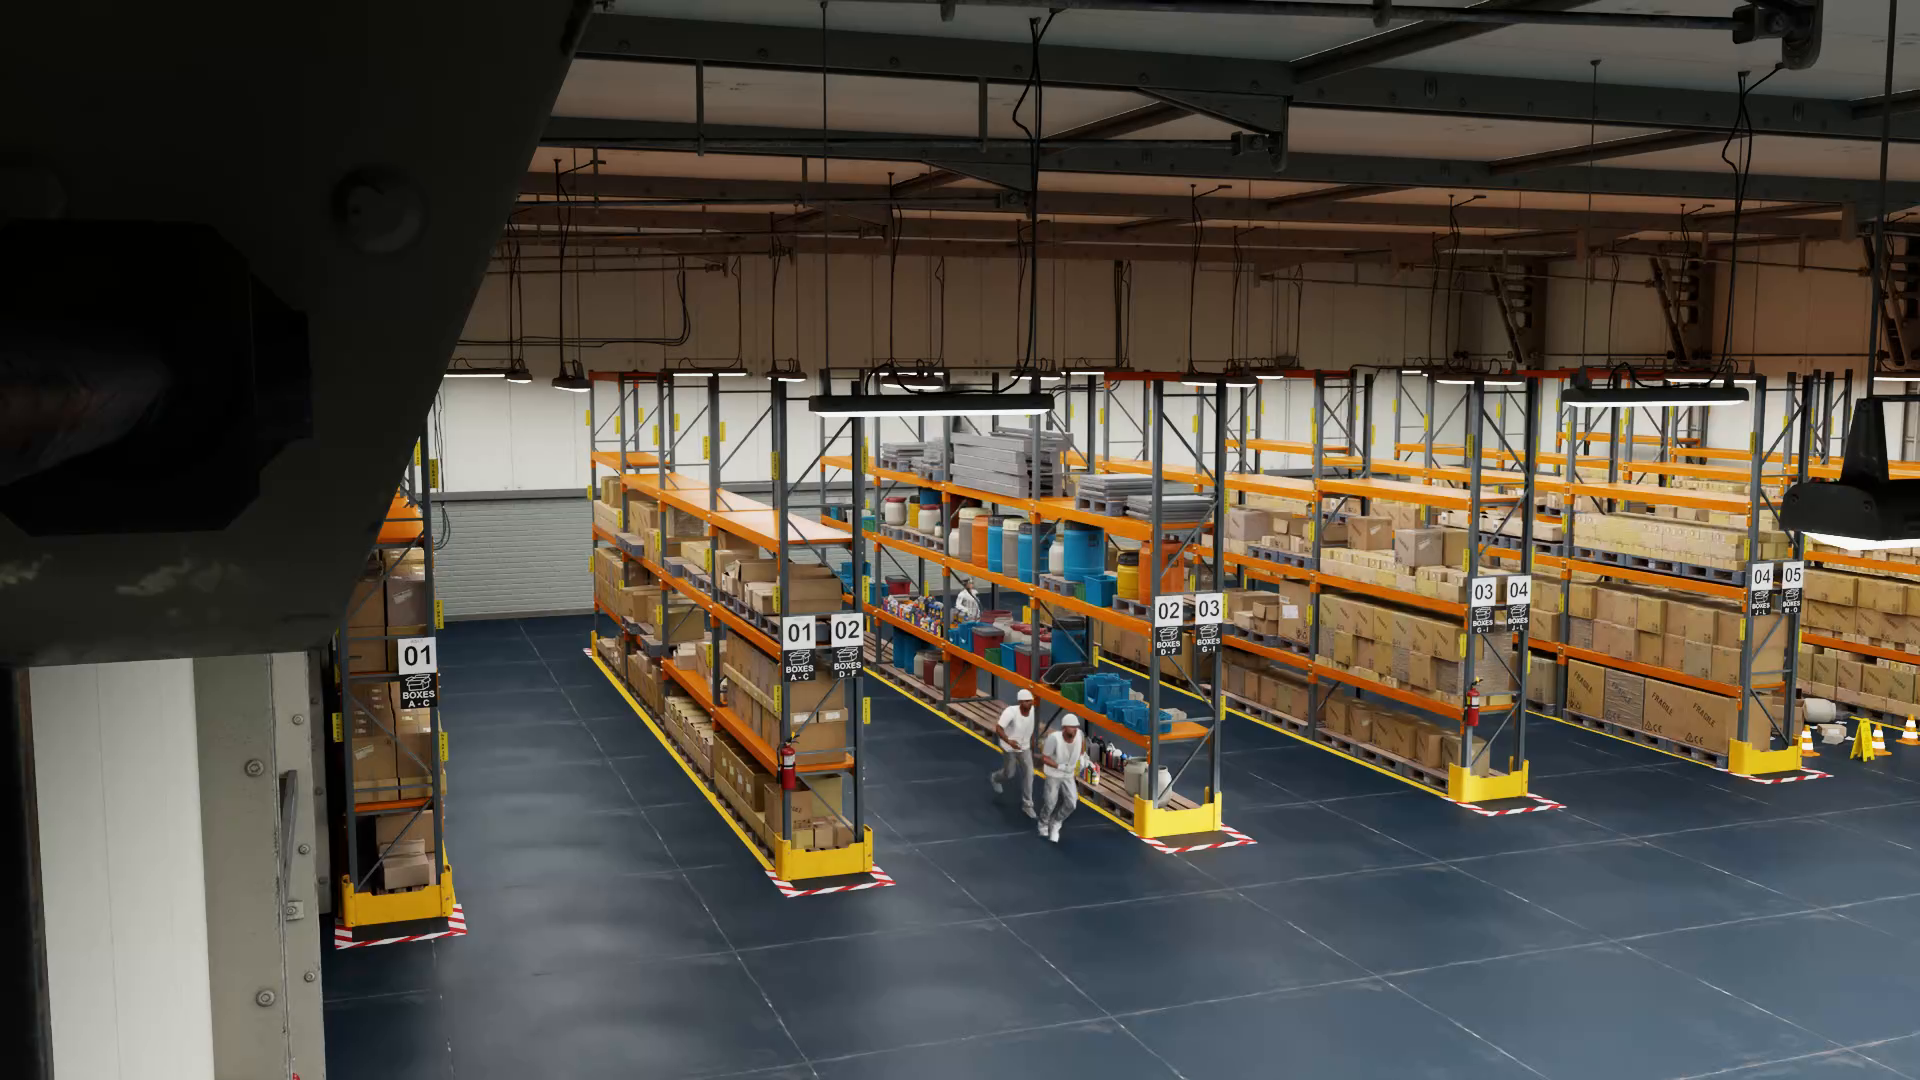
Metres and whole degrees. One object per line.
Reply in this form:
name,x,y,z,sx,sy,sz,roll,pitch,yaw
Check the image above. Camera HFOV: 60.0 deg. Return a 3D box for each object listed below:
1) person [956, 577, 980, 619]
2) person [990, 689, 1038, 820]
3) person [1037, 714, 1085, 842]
person,0.213,1.601,35.024,0.623,1.662,0.532,-3,7,-27
person,0.762,2.905,23.084,0.700,1.753,1.097,-4,7,-31
person,1.364,3.086,21.602,0.736,1.744,0.789,-3,7,-25
